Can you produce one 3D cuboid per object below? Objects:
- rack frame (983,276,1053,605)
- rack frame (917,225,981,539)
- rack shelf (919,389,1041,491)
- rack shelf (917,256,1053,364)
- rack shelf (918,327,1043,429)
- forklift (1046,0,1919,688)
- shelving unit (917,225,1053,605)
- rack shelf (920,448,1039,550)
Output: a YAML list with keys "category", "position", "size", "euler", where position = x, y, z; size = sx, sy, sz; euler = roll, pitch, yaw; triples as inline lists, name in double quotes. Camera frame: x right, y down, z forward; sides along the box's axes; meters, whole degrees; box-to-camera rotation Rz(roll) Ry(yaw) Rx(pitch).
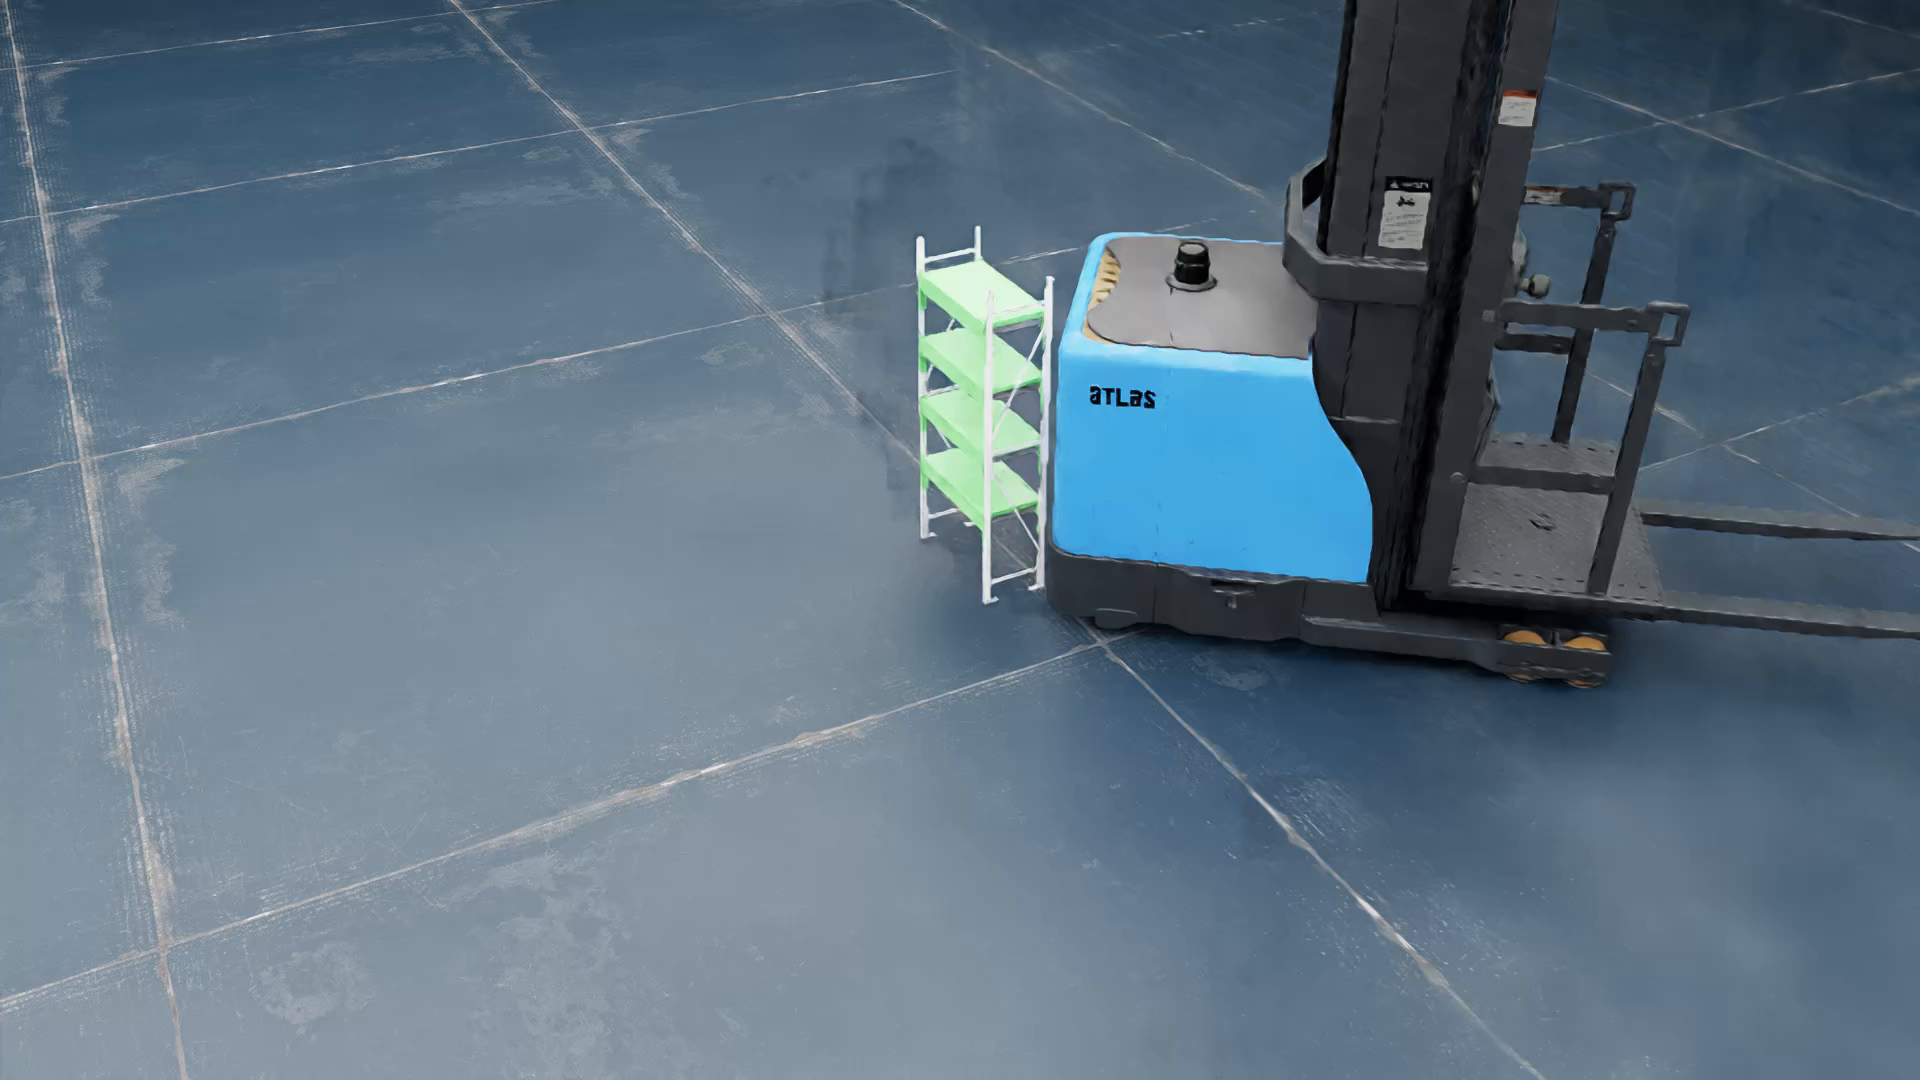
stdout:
- category: "rack frame"
  position: [0.191, -0.310, 5.621]
  size: [0.240, 1.200, 0.015]
  euler: [-16, 36, -23]
- category: "rack frame"
  position: [-0.037, -0.543, 5.985]
  size: [0.240, 1.200, 0.015]
  euler: [-16, 36, -23]
- category: "rack shelf"
  position: [0.077, -0.372, 5.837]
  size: [0.258, 0.148, 0.480]
  euler: [-16, 36, -23]
- category: "rack shelf"
  position: [0.077, -0.777, 5.579]
  size: [0.258, 0.148, 0.480]
  euler: [-16, 36, -23]
- category: "rack shelf"
  position: [0.077, -0.574, 5.708]
  size: [0.258, 0.148, 0.480]
  euler: [-16, 36, -23]
- category: "forklift"
  position: [1.869, -1.057, 5.183]
  size: [3.031, 2.935, 1.130]
  euler: [6, 33, 9]
- category: "shelving unit"
  position: [0.077, -0.426, 5.803]
  size: [0.258, 1.200, 0.503]
  euler: [-16, 36, -23]
- category: "rack shelf"
  position: [0.077, -0.170, 5.967]
  size: [0.258, 0.148, 0.480]
  euler: [-16, 36, -23]
